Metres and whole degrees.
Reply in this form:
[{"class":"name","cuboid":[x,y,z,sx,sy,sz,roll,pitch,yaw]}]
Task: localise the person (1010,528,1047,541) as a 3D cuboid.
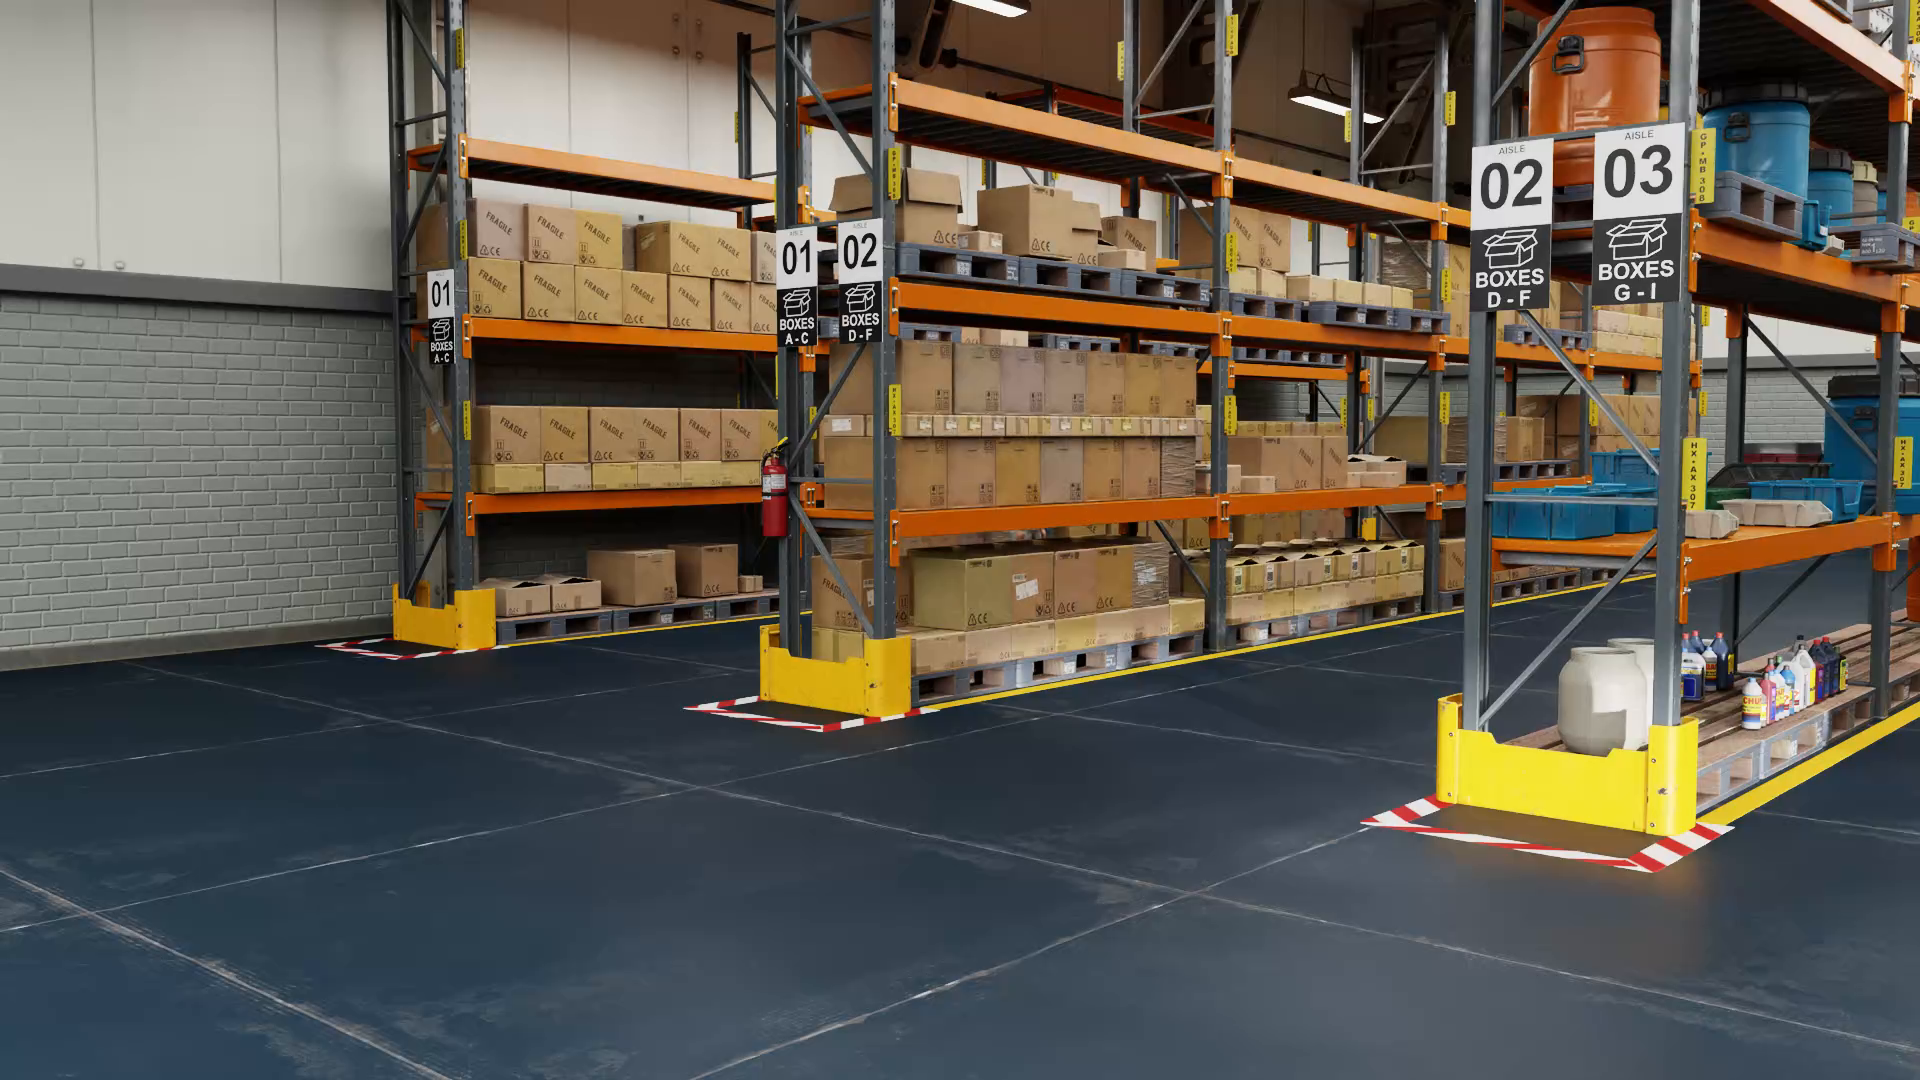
[{"class":"person","cuboid":[0.686,-0.079,16.693,0.353,1.673,0.513,3,5,38]}]
